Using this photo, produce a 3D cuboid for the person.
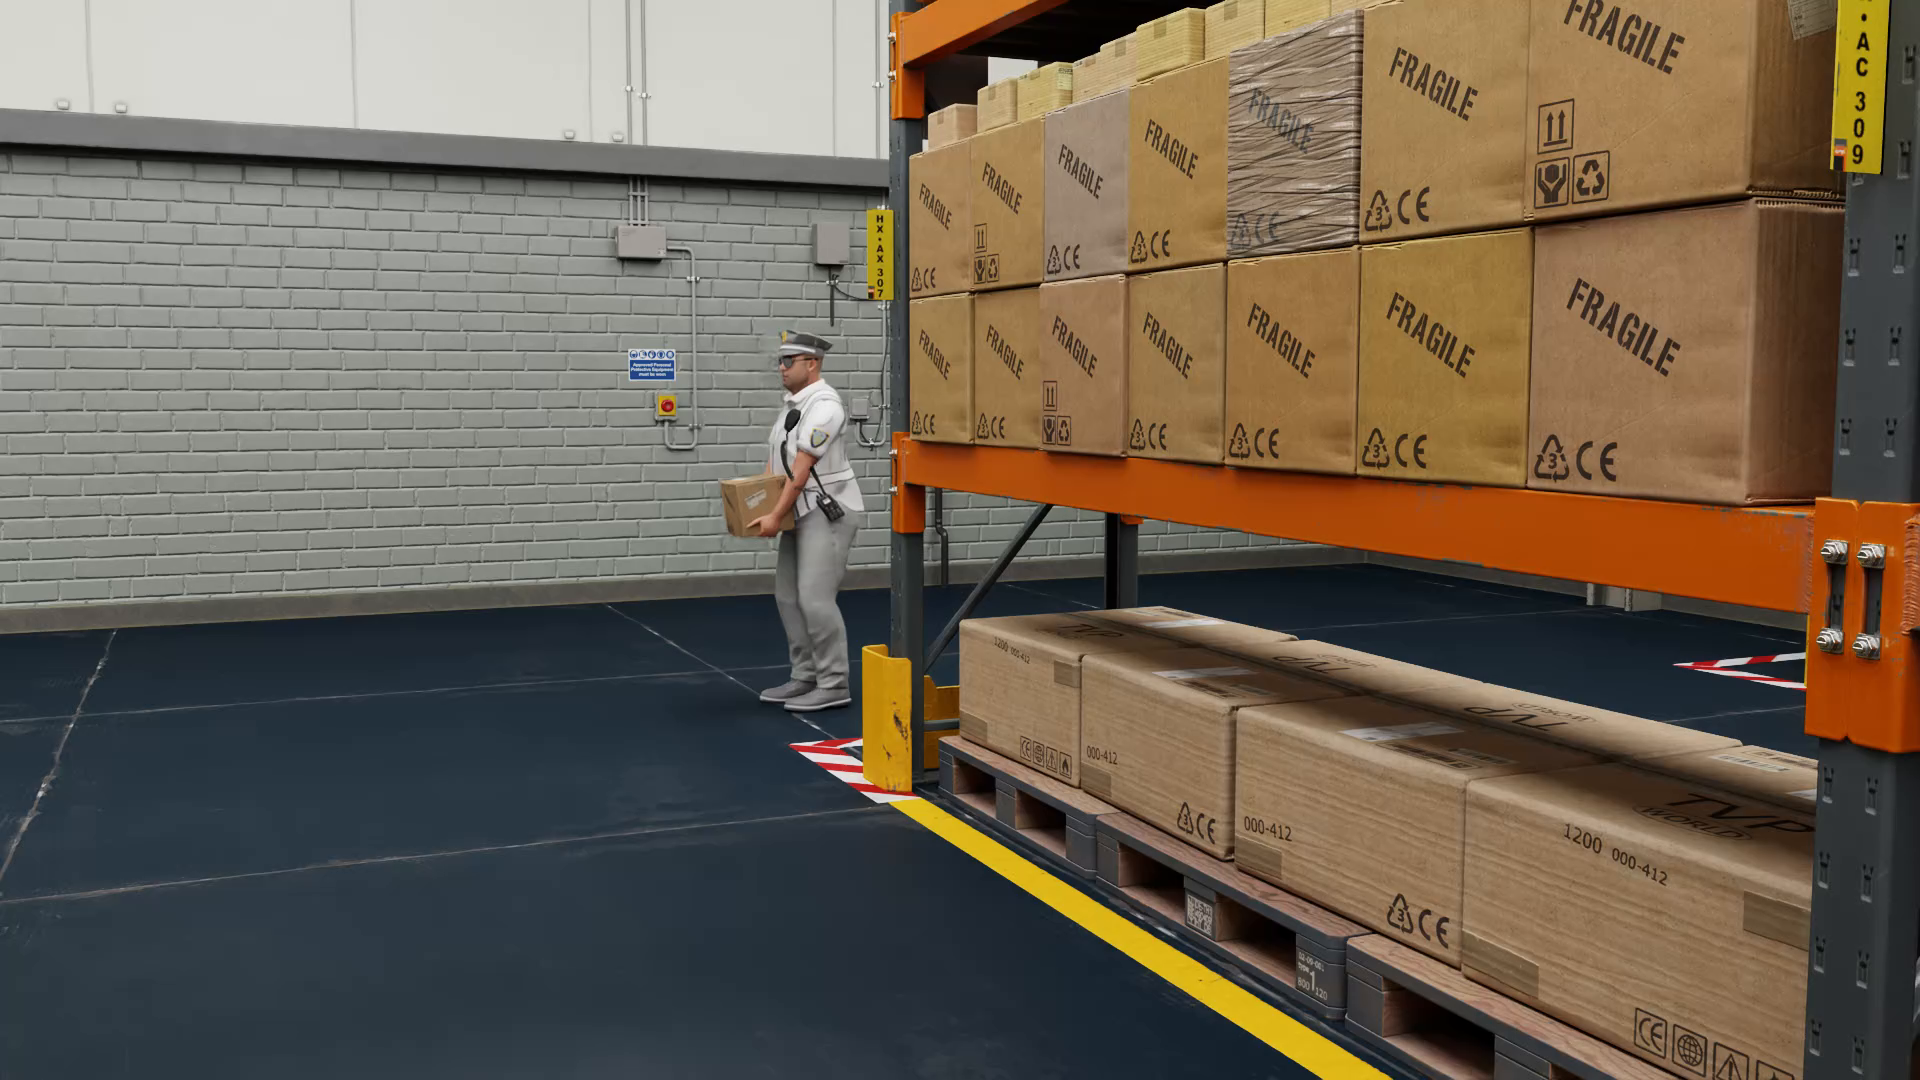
[{"bbox_3d":[-0.747,-0.097,7.746,0.583,1.761,0.488,-2,6,-25],"label":"person"}]
